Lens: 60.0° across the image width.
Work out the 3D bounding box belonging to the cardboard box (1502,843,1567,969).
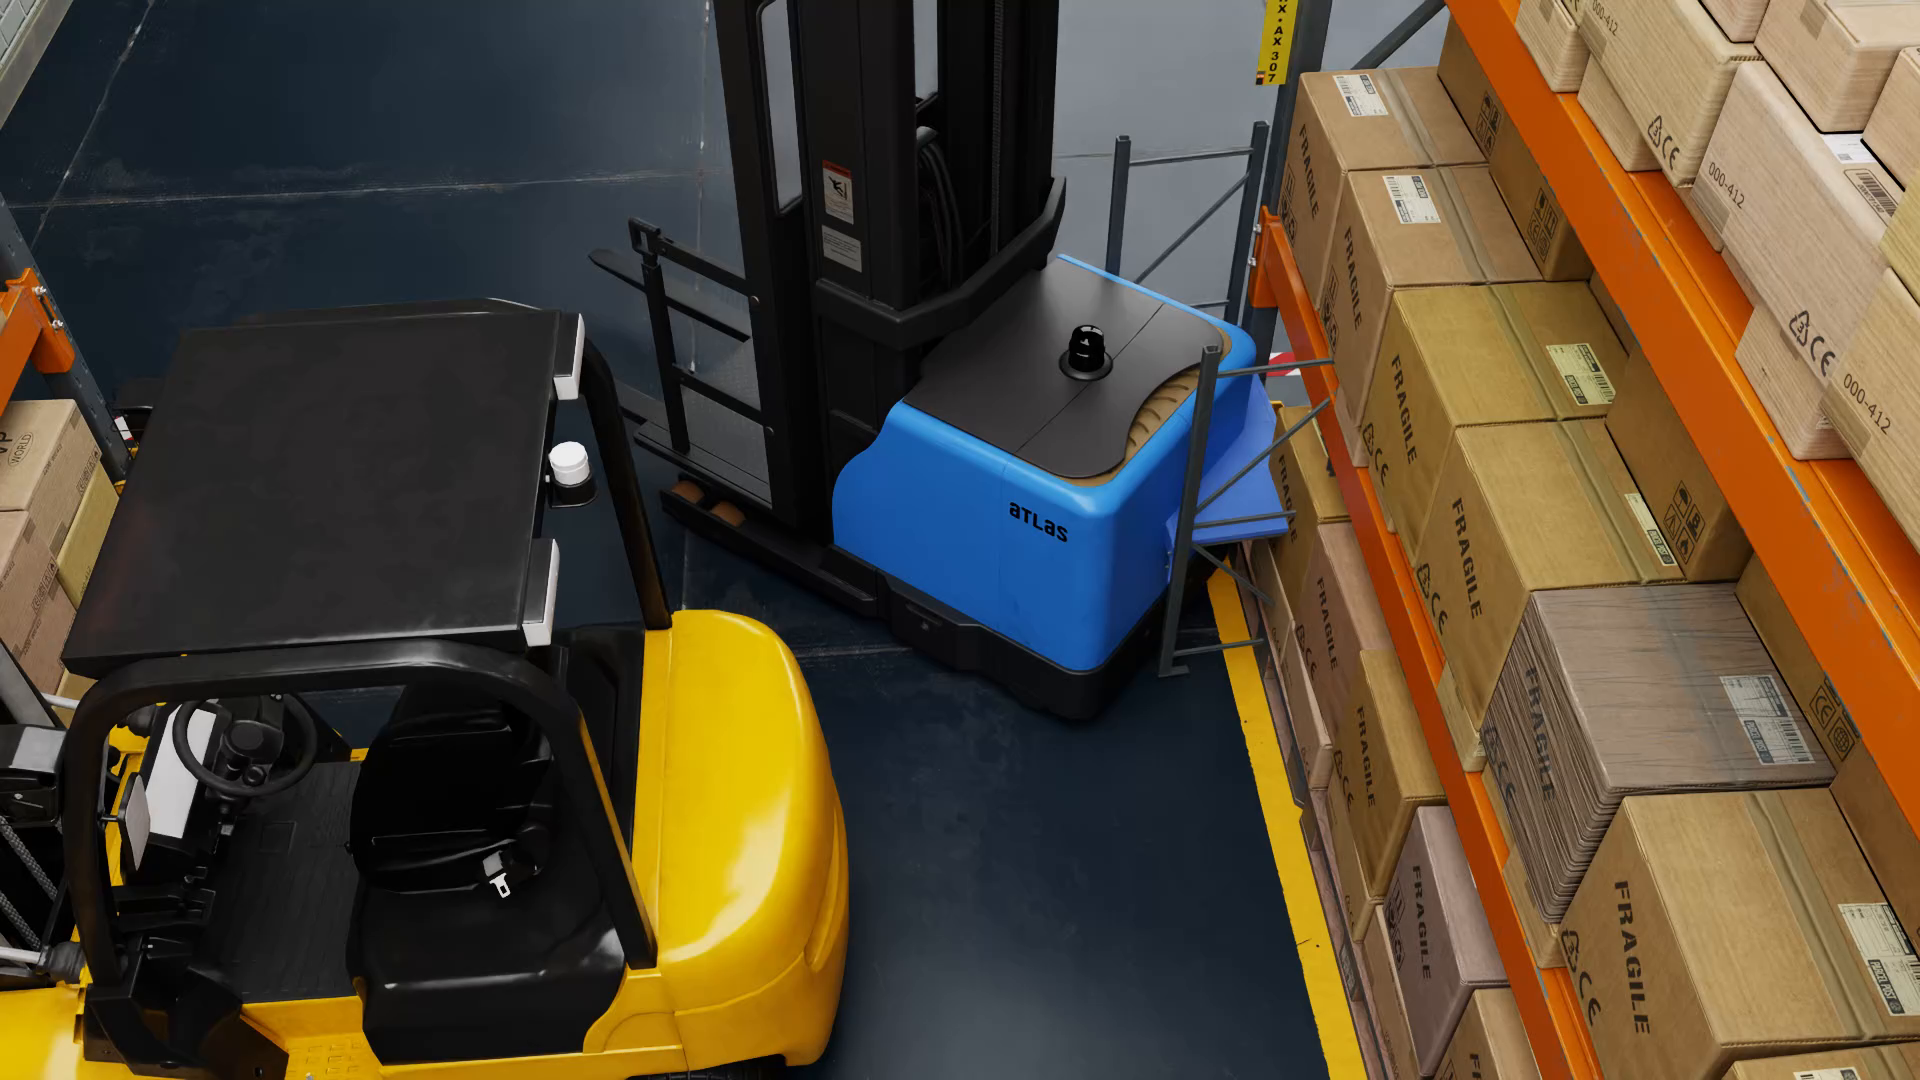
[{"bbox_3d":[1.420,0.773,3.625,0.380,0.149,0.250,-4,47,-4],"label":"cardboard box"}]

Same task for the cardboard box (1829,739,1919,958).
[{"bbox_3d":[1.997,0.453,2.793,0.700,0.500,0.500,-3,47,-3],"label":"cardboard box"}]

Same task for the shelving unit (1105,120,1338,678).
[{"bbox_3d":[0.838,-0.440,5.556,0.538,1.500,1.048,-8,49,-7],"label":"shelving unit"}]

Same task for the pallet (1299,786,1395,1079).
[{"bbox_3d":[1.642,1.226,4.944,1.003,0.211,1.213,-3,47,-3],"label":"pallet"}]

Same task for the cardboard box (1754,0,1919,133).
[{"bbox_3d":[1.419,-0.735,2.438,0.380,0.149,0.250,-3,47,-3],"label":"cardboard box"}]

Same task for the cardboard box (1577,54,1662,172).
[{"bbox_3d":[1.383,-0.821,3.069,0.380,0.149,0.250,-5,47,-4],"label":"cardboard box"}]

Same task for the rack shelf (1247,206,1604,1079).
[{"bbox_3d":[1.672,0.436,4.267,1.077,0.370,4.000,-3,47,-3],"label":"rack shelf"}]

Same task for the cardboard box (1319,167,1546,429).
[{"bbox_3d":[1.314,-0.661,4.536,0.500,0.500,0.500,-2,47,-2],"label":"cardboard box"}]

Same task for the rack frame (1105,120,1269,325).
[{"bbox_3d":[0.747,-0.814,5.888,0.500,1.500,0.032,-8,49,-7],"label":"rack frame"}]

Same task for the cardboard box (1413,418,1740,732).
[{"bbox_3d":[1.408,0.075,3.839,0.500,0.500,0.500,-4,47,-4],"label":"cardboard box"}]

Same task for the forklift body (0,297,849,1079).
[{"bbox_3d":[-1.465,0.599,4.202,2.313,2.155,1.214,-3,47,-3],"label":"forklift body"}]

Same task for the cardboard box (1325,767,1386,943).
[{"bbox_3d":[1.390,0.907,4.930,0.500,0.250,0.500,-1,47,-1],"label":"cardboard box"}]

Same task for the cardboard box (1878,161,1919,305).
[{"bbox_3d":[1.412,-0.357,2.080,0.380,0.149,0.250,-2,47,-2],"label":"cardboard box"}]

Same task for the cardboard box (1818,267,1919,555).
[{"bbox_3d":[1.490,-0.115,2.126,0.500,0.250,0.500,-4,47,-4],"label":"cardboard box"}]

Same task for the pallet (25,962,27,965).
[{"bbox_3d":[-3.237,1.436,4.745,1.003,0.211,1.213,-3,47,-3],"label":"pallet"}]

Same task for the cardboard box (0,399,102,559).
[{"bbox_3d":[-3.092,-0.183,5.273,0.500,0.250,0.500,-2,47,-2],"label":"cardboard box"}]

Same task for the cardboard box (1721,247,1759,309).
[{"bbox_3d":[1.499,-0.458,2.725,0.380,0.149,0.250,-3,47,-2],"label":"cardboard box"}]

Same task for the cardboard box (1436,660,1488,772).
[{"bbox_3d":[1.371,0.402,3.976,0.380,0.149,0.250,-3,47,-3],"label":"cardboard box"}]

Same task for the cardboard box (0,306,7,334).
[{"bbox_3d":[-3.139,-0.649,4.729,0.500,0.500,0.500,-4,47,-4],"label":"cardboard box"}]

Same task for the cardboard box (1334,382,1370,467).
[{"bbox_3d":[1.278,-0.349,4.687,0.380,0.149,0.250,-3,47,-3],"label":"cardboard box"}]

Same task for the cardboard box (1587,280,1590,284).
[{"bbox_3d":[1.861,-0.657,4.532,0.500,0.500,0.500,-3,47,-3],"label":"cardboard box"}]

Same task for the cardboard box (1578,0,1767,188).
[{"bbox_3d":[1.404,-0.852,2.823,0.500,0.250,0.500,-3,47,-2],"label":"cardboard box"}]

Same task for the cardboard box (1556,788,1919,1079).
[{"bbox_3d":[1.504,0.820,3.133,0.500,0.500,0.500,-2,47,-2],"label":"cardboard box"}]

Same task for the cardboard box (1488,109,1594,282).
[{"bbox_3d":[1.799,-1.016,4.184,0.700,0.500,0.500,-3,47,-3],"label":"cardboard box"}]

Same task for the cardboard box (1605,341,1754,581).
[{"bbox_3d":[1.848,-0.284,3.491,0.700,0.500,0.500,-4,47,-4],"label":"cardboard box"}]

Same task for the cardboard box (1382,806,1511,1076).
[{"bbox_3d":[1.434,1.030,4.297,0.500,0.500,0.500,-1,47,-1],"label":"cardboard box"}]

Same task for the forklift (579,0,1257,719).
[{"bbox_3d":[-0.513,-1.272,5.436,3.031,2.935,1.130,27,52,23],"label":"forklift"}]

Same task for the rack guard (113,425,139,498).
[{"bbox_3d":[-3.444,-0.112,6.012,1.175,0.500,0.348,-3,47,-3],"label":"rack guard"}]

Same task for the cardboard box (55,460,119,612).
[{"bbox_3d":[-3.090,0.008,5.437,0.500,0.250,0.500,-4,47,-4],"label":"cardboard box"}]

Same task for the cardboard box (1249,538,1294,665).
[{"bbox_3d":[1.296,0.143,5.653,0.500,0.250,0.500,-4,47,-4],"label":"cardboard box"}]

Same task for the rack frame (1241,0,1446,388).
[{"bbox_3d":[1.504,-1.259,5.376,1.000,3.000,0.127,-3,47,-3],"label":"rack frame"}]

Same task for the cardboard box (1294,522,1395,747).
[{"bbox_3d":[1.347,0.280,5.007,0.500,0.500,0.500,-5,47,-5],"label":"cardboard box"}]

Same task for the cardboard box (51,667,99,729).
[{"bbox_3d":[-3.055,0.528,5.289,0.500,0.250,0.500,-3,47,-3],"label":"cardboard box"}]
